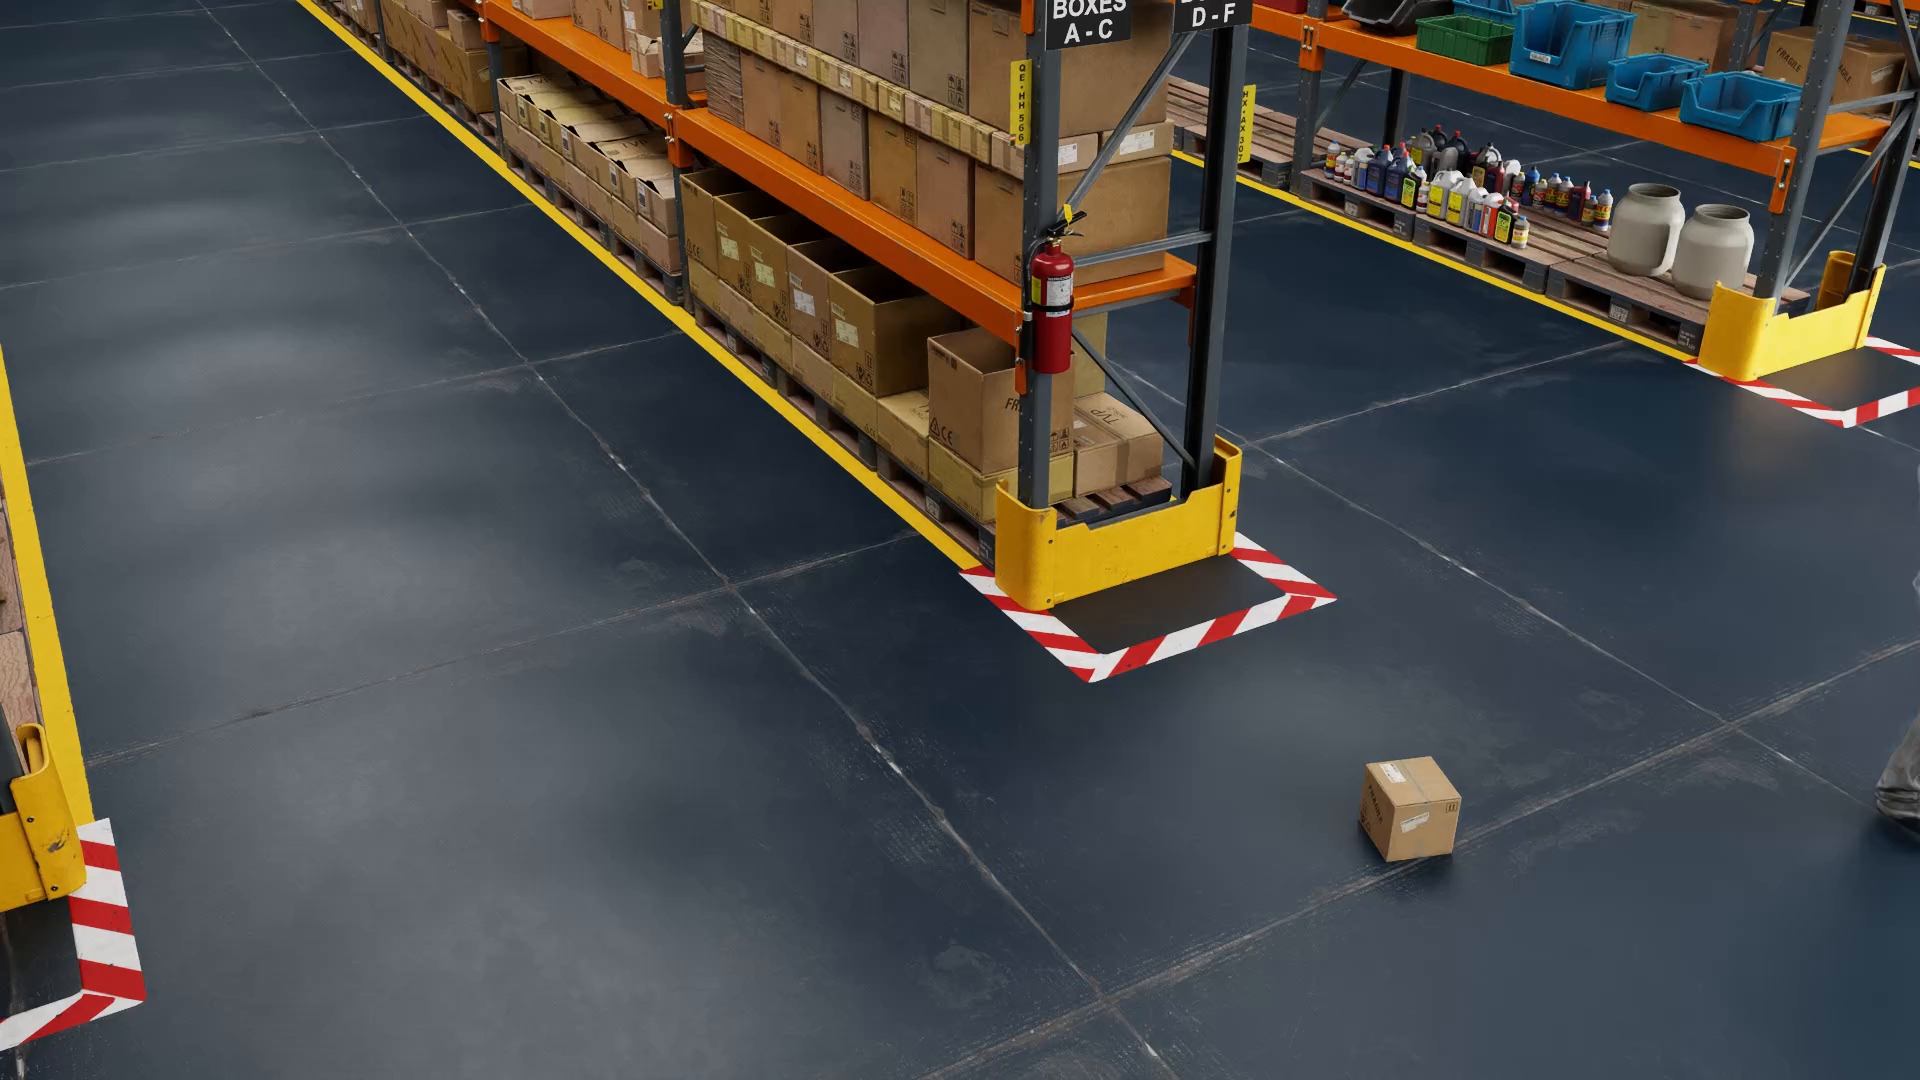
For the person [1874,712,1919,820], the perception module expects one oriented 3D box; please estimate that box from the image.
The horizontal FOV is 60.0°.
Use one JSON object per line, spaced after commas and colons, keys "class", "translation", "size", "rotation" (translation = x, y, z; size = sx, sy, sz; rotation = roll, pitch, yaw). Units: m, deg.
{"class": "person", "translation": [3.576, 0.284, 5.602], "size": [0.536, 1.836, 0.572], "rotation": [5, 29, 9]}
